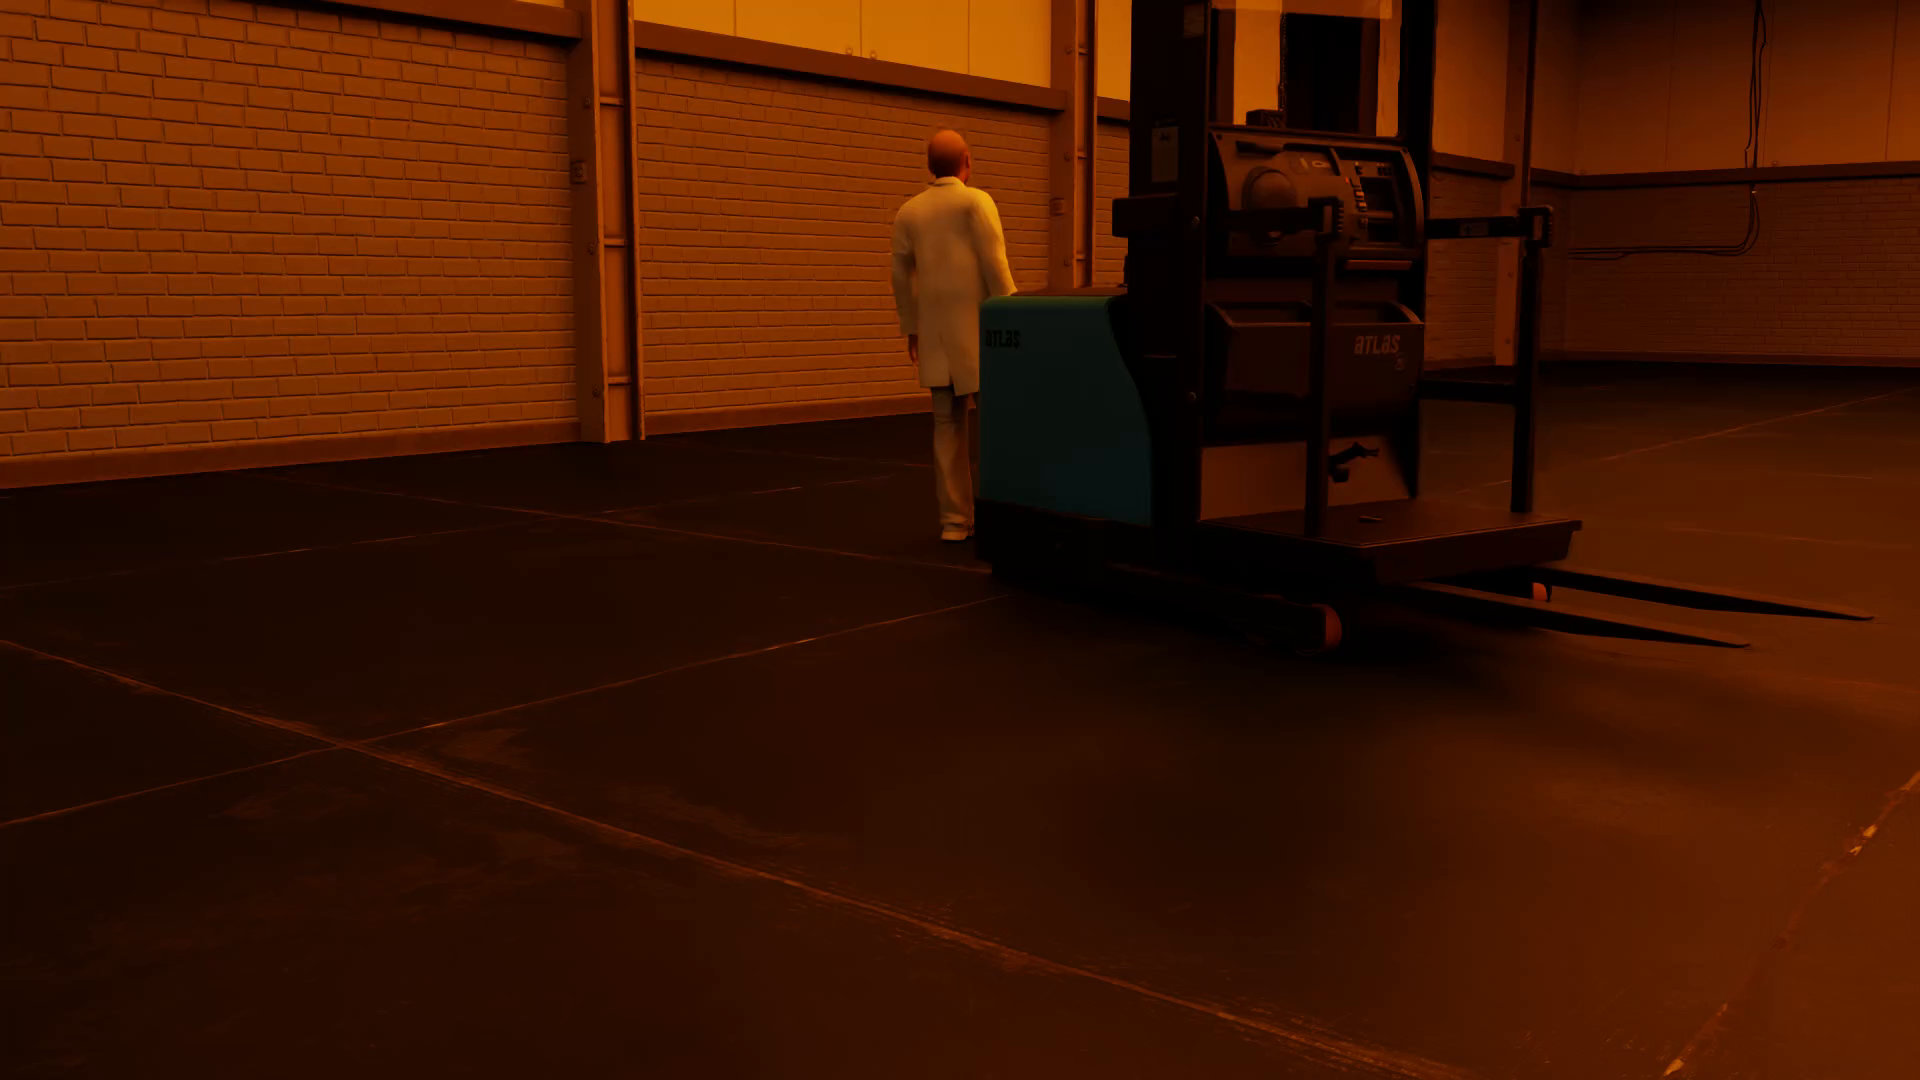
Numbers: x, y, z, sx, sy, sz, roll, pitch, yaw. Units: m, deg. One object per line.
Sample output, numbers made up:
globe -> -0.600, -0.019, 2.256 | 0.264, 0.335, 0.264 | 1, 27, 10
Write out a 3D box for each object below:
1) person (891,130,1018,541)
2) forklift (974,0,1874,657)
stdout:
person -> 0.053, -0.895, 7.377 | 0.718, 1.778, 0.548 | 6, 10, 37
forklift -> 1.315, -1.177, 5.324 | 1.130, 2.935, 3.031 | -6, 10, -35
